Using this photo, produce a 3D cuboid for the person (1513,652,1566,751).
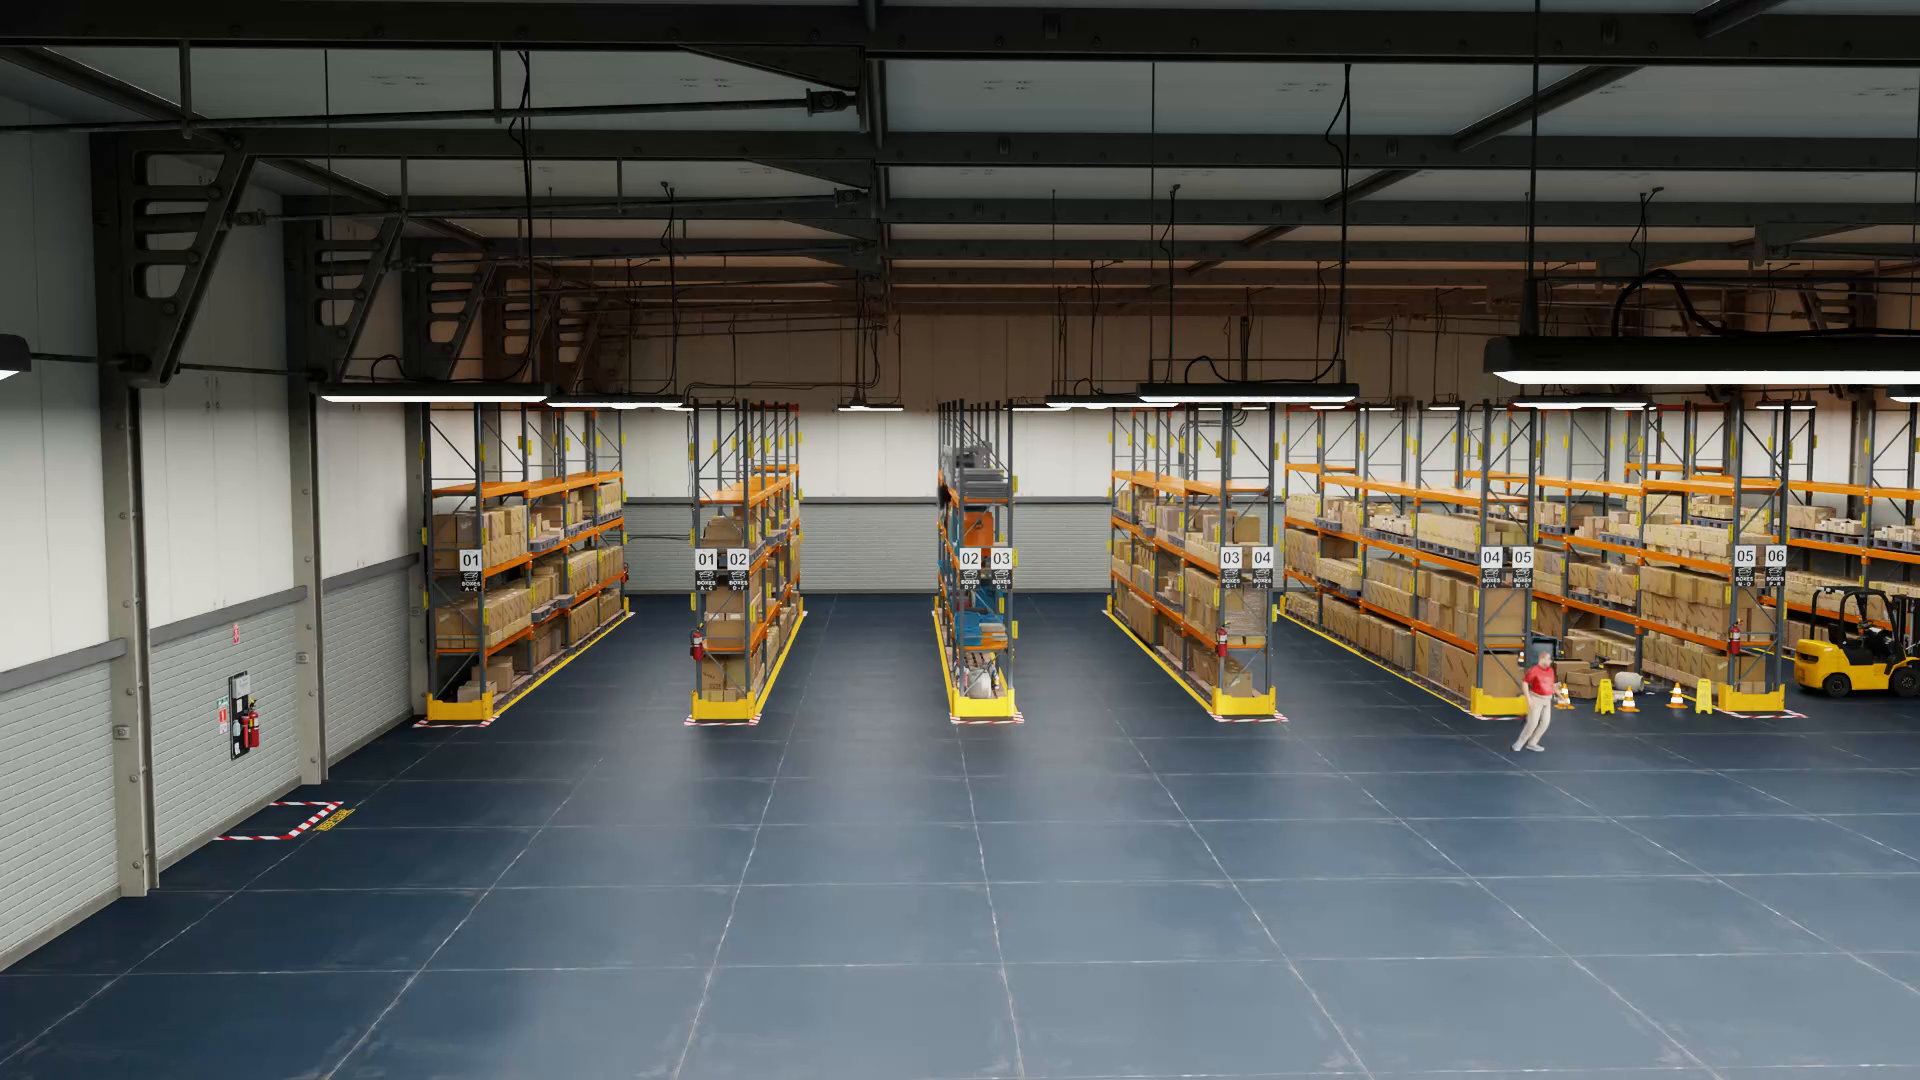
[{"bbox_3d":[9.789,2.743,28.102,0.785,1.698,0.598,-2,5,-29],"label":"person"}]
